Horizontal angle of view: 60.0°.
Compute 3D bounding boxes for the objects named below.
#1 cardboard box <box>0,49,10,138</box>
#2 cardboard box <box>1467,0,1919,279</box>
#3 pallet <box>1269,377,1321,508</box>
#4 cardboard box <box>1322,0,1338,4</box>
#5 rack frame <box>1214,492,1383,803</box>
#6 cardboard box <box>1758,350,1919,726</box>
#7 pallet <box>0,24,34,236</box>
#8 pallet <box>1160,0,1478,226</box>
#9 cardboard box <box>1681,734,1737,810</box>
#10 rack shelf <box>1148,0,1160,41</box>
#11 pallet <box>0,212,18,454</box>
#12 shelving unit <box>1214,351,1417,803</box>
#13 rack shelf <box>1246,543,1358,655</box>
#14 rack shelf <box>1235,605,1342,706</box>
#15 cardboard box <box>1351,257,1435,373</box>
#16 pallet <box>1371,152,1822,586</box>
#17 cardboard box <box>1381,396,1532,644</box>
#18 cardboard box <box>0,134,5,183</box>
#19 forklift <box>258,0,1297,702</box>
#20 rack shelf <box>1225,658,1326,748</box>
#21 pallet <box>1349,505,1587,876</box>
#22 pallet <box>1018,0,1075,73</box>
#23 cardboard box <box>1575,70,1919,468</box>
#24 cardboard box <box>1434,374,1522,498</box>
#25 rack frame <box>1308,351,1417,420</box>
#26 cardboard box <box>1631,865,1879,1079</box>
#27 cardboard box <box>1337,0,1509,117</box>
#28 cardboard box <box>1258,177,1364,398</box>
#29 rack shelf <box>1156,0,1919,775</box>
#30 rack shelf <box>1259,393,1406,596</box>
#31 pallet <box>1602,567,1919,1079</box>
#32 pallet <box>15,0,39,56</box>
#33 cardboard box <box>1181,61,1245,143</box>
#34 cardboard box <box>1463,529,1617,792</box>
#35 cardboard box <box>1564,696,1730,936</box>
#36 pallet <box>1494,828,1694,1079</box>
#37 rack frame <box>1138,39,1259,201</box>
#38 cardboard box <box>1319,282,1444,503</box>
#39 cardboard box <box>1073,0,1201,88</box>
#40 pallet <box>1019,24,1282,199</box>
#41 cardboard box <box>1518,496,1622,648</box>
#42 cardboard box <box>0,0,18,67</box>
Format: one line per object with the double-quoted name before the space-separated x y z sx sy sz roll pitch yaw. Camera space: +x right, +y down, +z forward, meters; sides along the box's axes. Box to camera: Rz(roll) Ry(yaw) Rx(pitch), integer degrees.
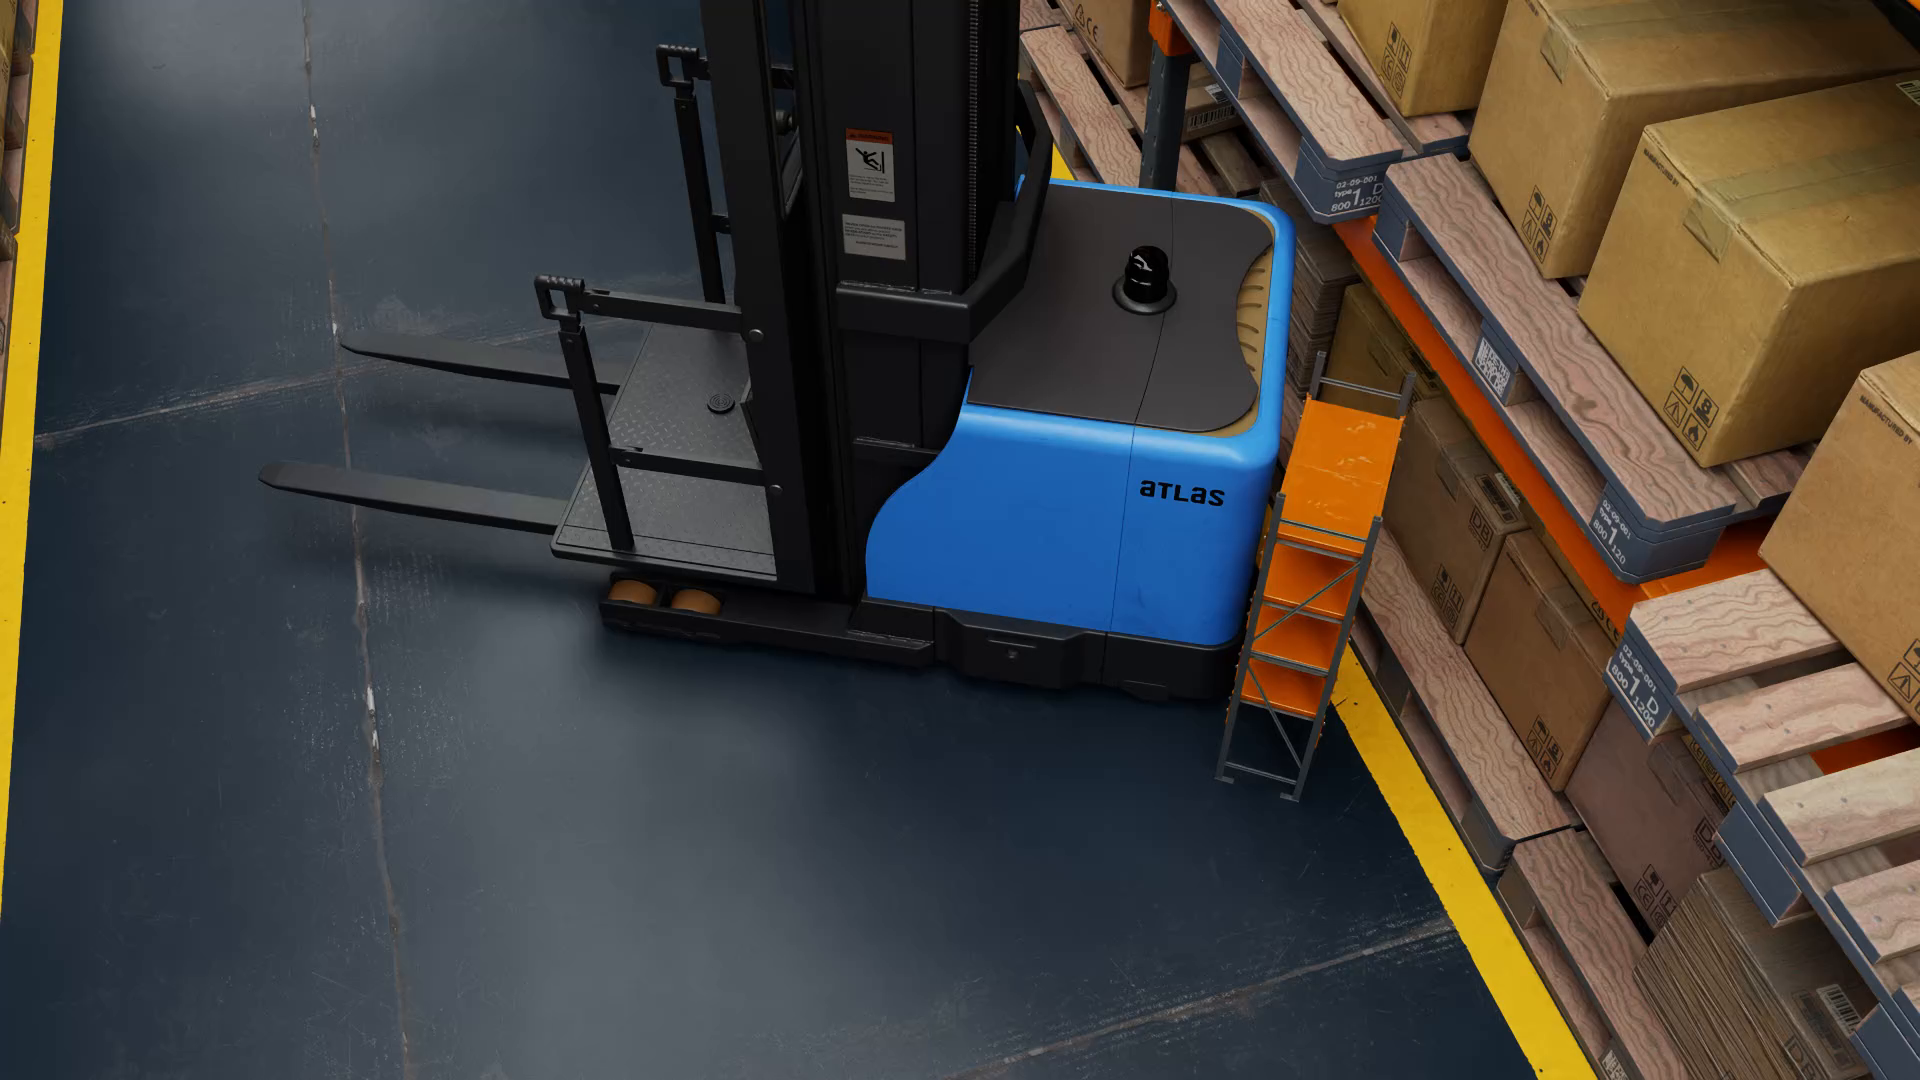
"cardboard box" -3.895 -1.695 6.241 0.500 0.250 0.500 -13 51 -11
"cardboard box" 1.623 -0.976 3.758 0.700 0.500 0.500 -7 50 -6
"pallet" 1.354 -0.598 5.616 1.003 0.211 1.213 -13 51 -11
"cardboard box" 1.240 -1.860 4.503 0.700 0.500 0.500 -13 51 -11
"rack frame" 0.832 0.311 4.203 0.240 1.200 0.015 15 51 12
"cardboard box" 1.966 -0.061 2.986 0.700 0.500 0.500 -18 52 -14
"pallet" -4.168 -1.526 6.399 1.003 0.211 1.213 -13 51 -11
"pallet" 1.210 -1.412 4.604 1.003 0.211 1.213 -13 51 -11
"cardboard box" 1.934 0.334 3.863 0.500 0.250 0.500 -12 51 -10
"rack shelf" 0.531 -3.294 6.535 1.077 0.370 4.000 -13 51 -11
"pallet" -3.804 -0.634 5.646 1.003 0.211 1.213 -13 51 -11
"shelving unit" 0.910 0.135 4.351 0.258 1.200 0.503 15 51 12
"rack shelf" 0.910 0.034 4.232 0.258 0.148 0.480 15 51 12
"rack shelf" 0.910 0.178 4.403 0.258 0.148 0.480 15 51 12
"cardboard box" 1.490 -0.788 4.809 0.500 0.250 0.500 -14 51 -12
"pallet" 1.681 -0.518 3.850 1.003 0.211 1.213 -13 51 -11
"cardboard box" 1.669 -0.119 4.736 0.700 0.500 0.500 -13 51 -11
"cardboard box" -3.742 -1.331 5.934 0.500 0.250 0.500 -13 51 -11
"forklift" -0.615 -1.031 4.202 3.031 2.935 1.130 8 50 7
"rack shelf" 0.910 0.306 4.555 0.258 0.148 0.480 15 51 12
"pallet" 1.719 0.295 4.863 1.003 0.211 1.213 -13 51 -11
"pallet" 0.526 -2.541 7.254 1.003 0.211 1.213 -13 51 -11
"cardboard box" 1.767 -0.564 3.410 0.700 0.500 0.500 -13 51 -11
"cardboard box" 1.647 -0.409 4.490 0.500 0.250 0.500 -15 51 -12
"rack frame" 0.989 -0.042 4.500 0.240 1.200 0.015 15 51 12
"cardboard box" 2.043 1.006 3.787 0.700 0.500 0.500 -13 51 -10
"cardboard box" 1.399 -1.450 4.157 0.700 0.500 0.500 -9 50 -7
"cardboard box" 1.356 -0.867 5.366 0.700 0.500 0.500 -12 51 -10
"rack shelf" 1.714 -0.372 4.073 1.077 0.370 4.000 -13 51 -11
"rack shelf" 0.910 -0.118 4.051 0.258 0.148 0.480 15 51 12
"pallet" 1.993 0.422 3.058 1.213 0.211 1.003 -13 51 -11
"pallet" -4.525 -2.416 7.148 1.003 0.211 1.213 -13 51 -11
"cardboard box" 0.936 -1.678 6.268 0.380 0.166 0.250 -19 53 -16
"cardboard box" 1.827 0.247 4.427 0.700 0.500 0.500 -14 51 -11
"cardboard box" 2.001 0.604 4.126 0.700 0.500 0.500 -13 51 -11
"pallet" 2.076 1.184 4.114 1.003 0.211 1.213 -13 51 -11
"rack frame" 1.123 -2.065 5.029 1.000 3.000 0.127 -13 51 -11
"cardboard box" 1.557 -0.501 5.058 0.700 0.500 0.500 -14 51 -12
"cardboard box" 0.777 -2.150 6.448 0.500 0.500 0.500 -17 52 -14
"pallet" 0.890 -1.649 6.502 1.003 0.211 1.213 -13 51 -11
"cardboard box" 1.777 -0.040 4.179 0.500 0.250 0.500 -14 51 -11
"cardboard box" -4.042 -2.061 6.549 0.500 0.250 0.500 -13 51 -11
